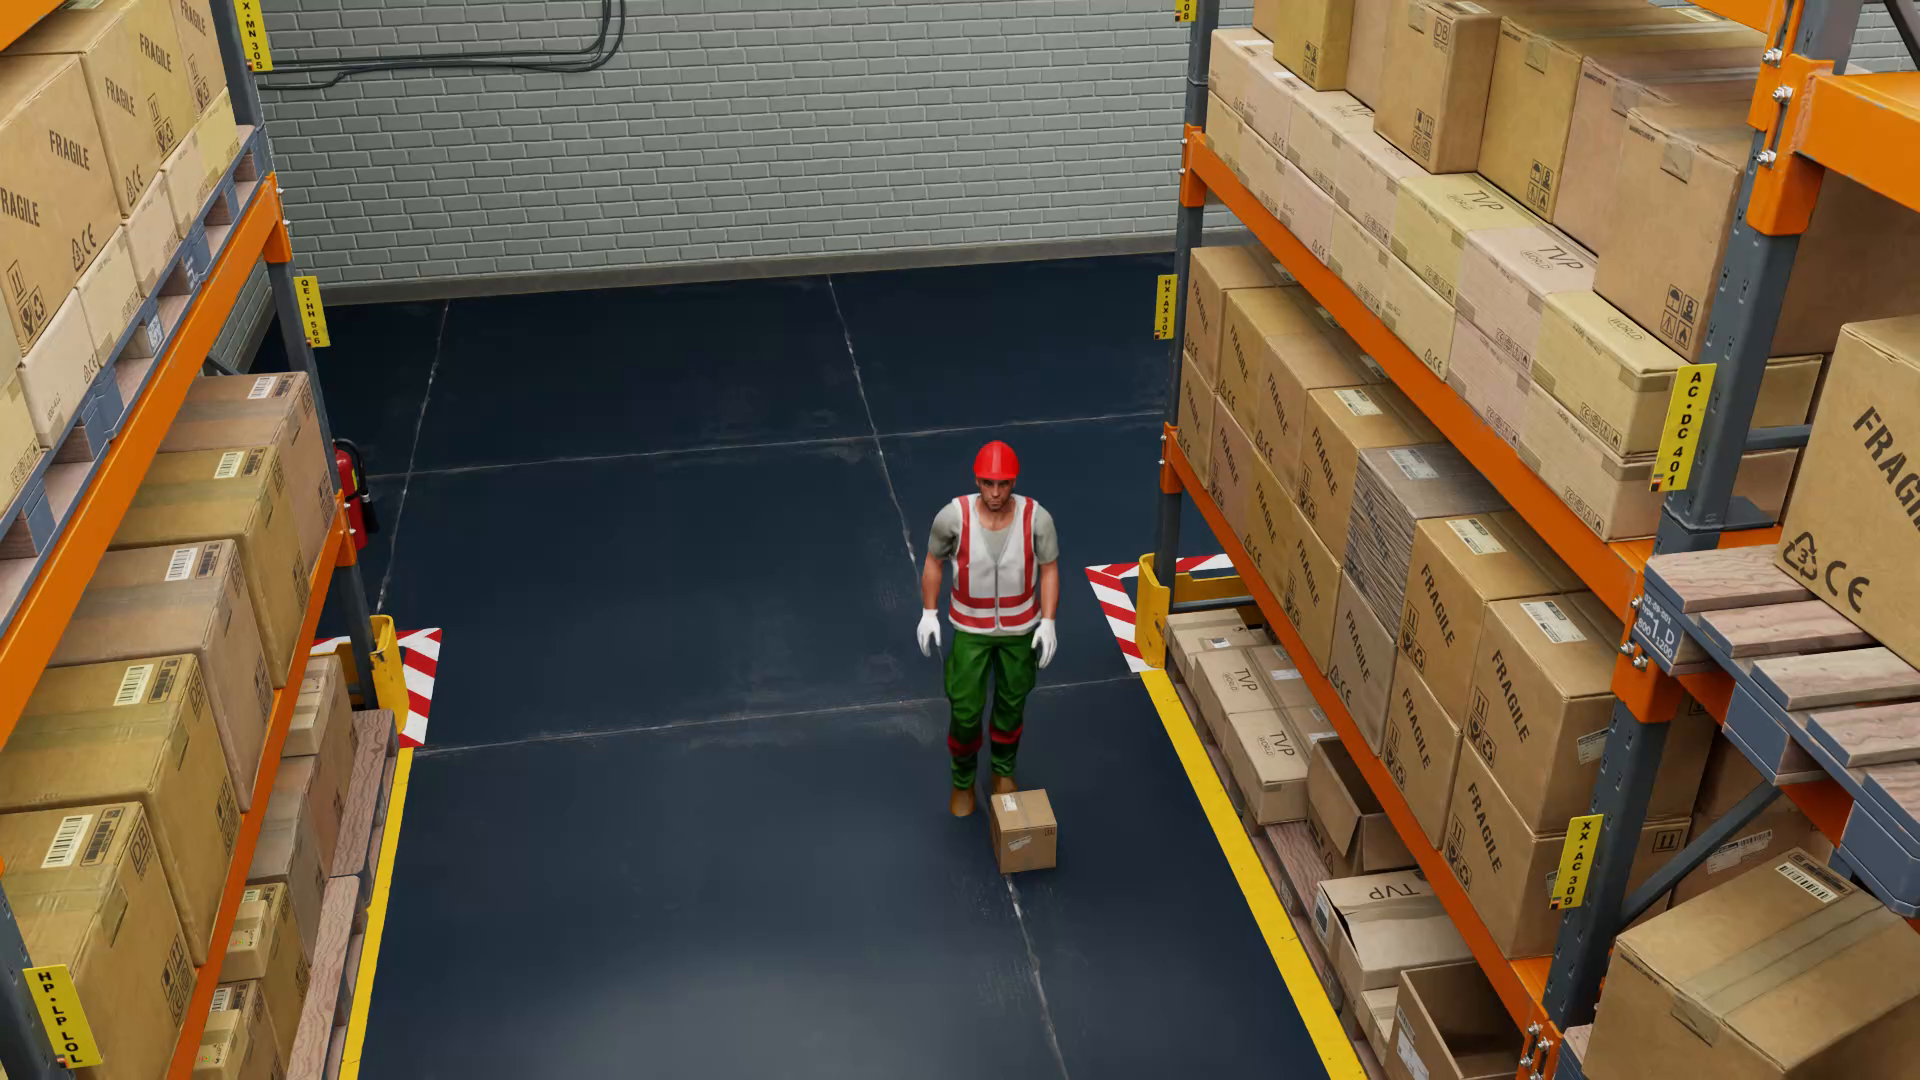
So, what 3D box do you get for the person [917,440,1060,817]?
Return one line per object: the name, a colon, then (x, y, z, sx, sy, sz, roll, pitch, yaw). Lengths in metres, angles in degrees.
person: (0.131, 0.432, 7.428, 0.635, 1.852, 0.462, -4, 31, -6)
